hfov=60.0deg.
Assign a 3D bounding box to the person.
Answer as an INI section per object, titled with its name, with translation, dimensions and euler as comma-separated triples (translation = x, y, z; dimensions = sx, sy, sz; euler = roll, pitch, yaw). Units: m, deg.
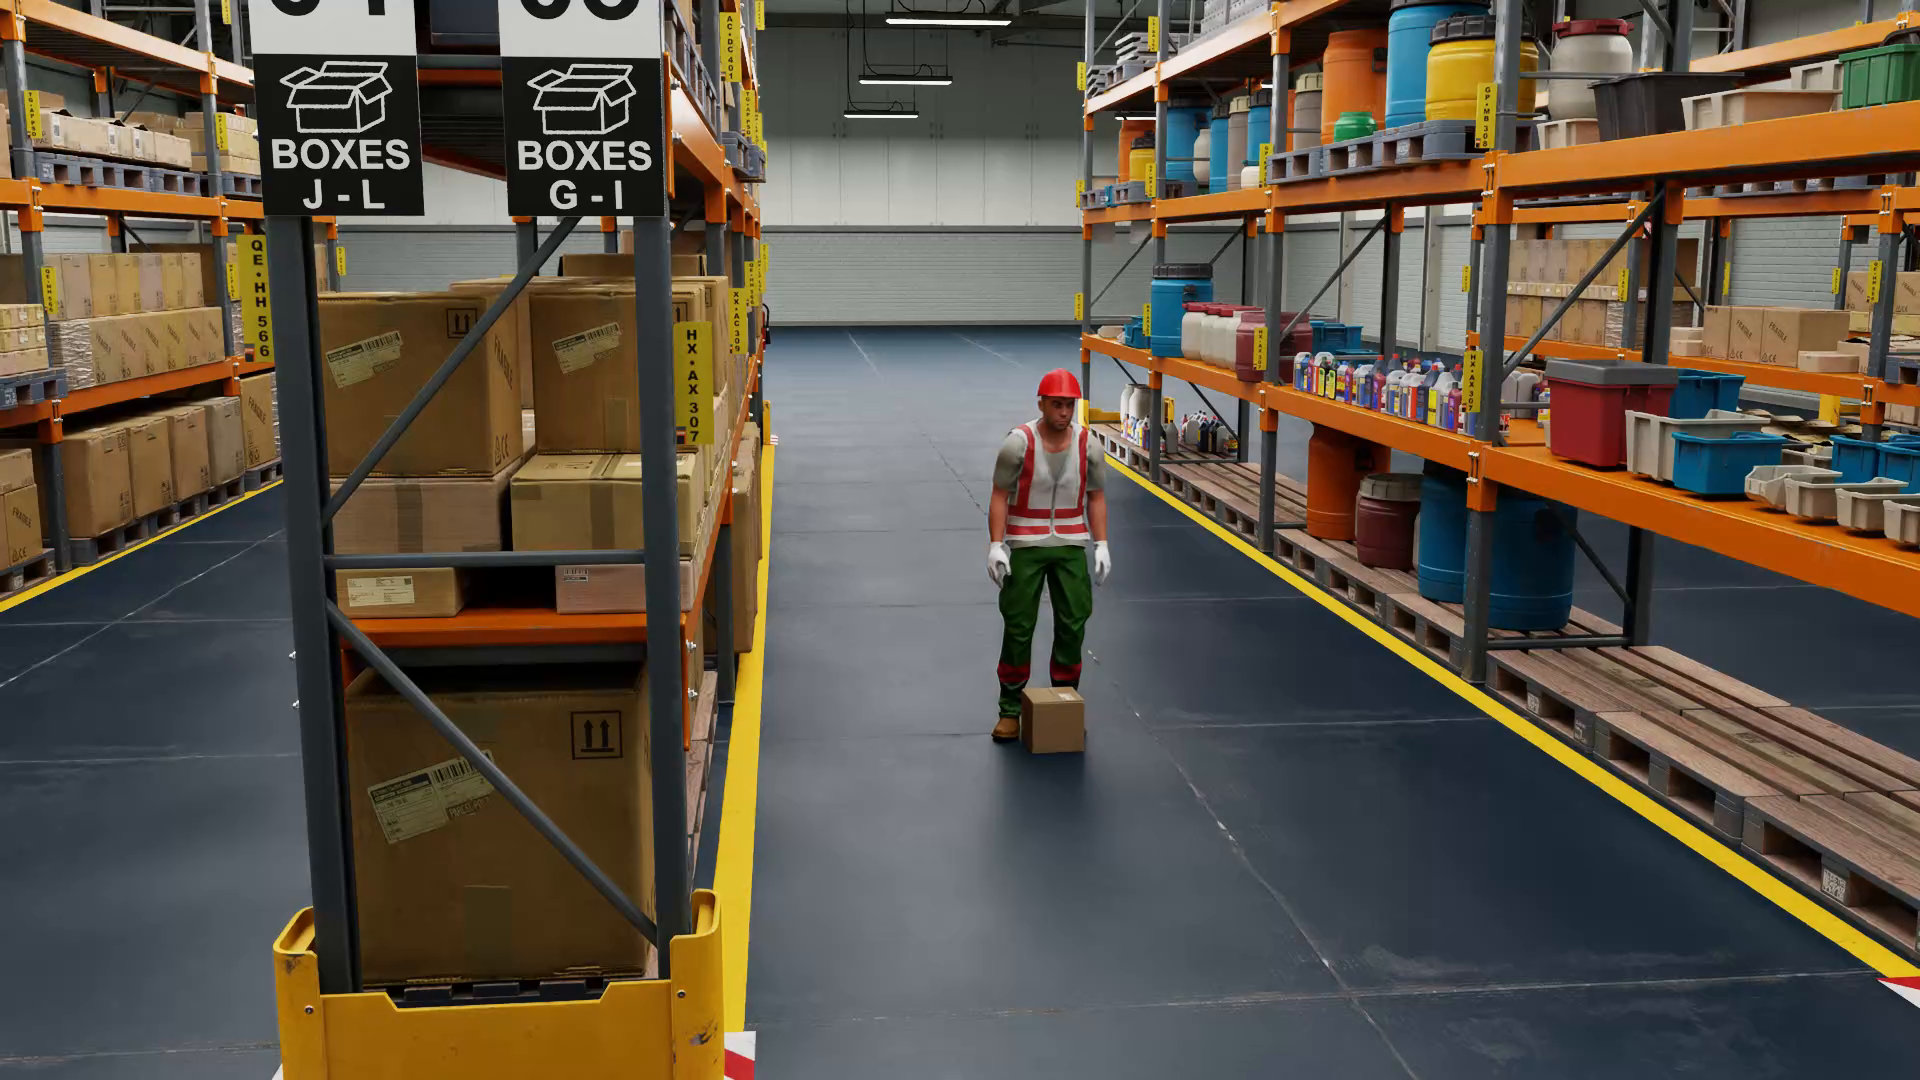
[person]
translation = 0.430, 0.064, 7.989
dimensions = 0.617, 1.778, 0.453
euler = -2, 10, -10
